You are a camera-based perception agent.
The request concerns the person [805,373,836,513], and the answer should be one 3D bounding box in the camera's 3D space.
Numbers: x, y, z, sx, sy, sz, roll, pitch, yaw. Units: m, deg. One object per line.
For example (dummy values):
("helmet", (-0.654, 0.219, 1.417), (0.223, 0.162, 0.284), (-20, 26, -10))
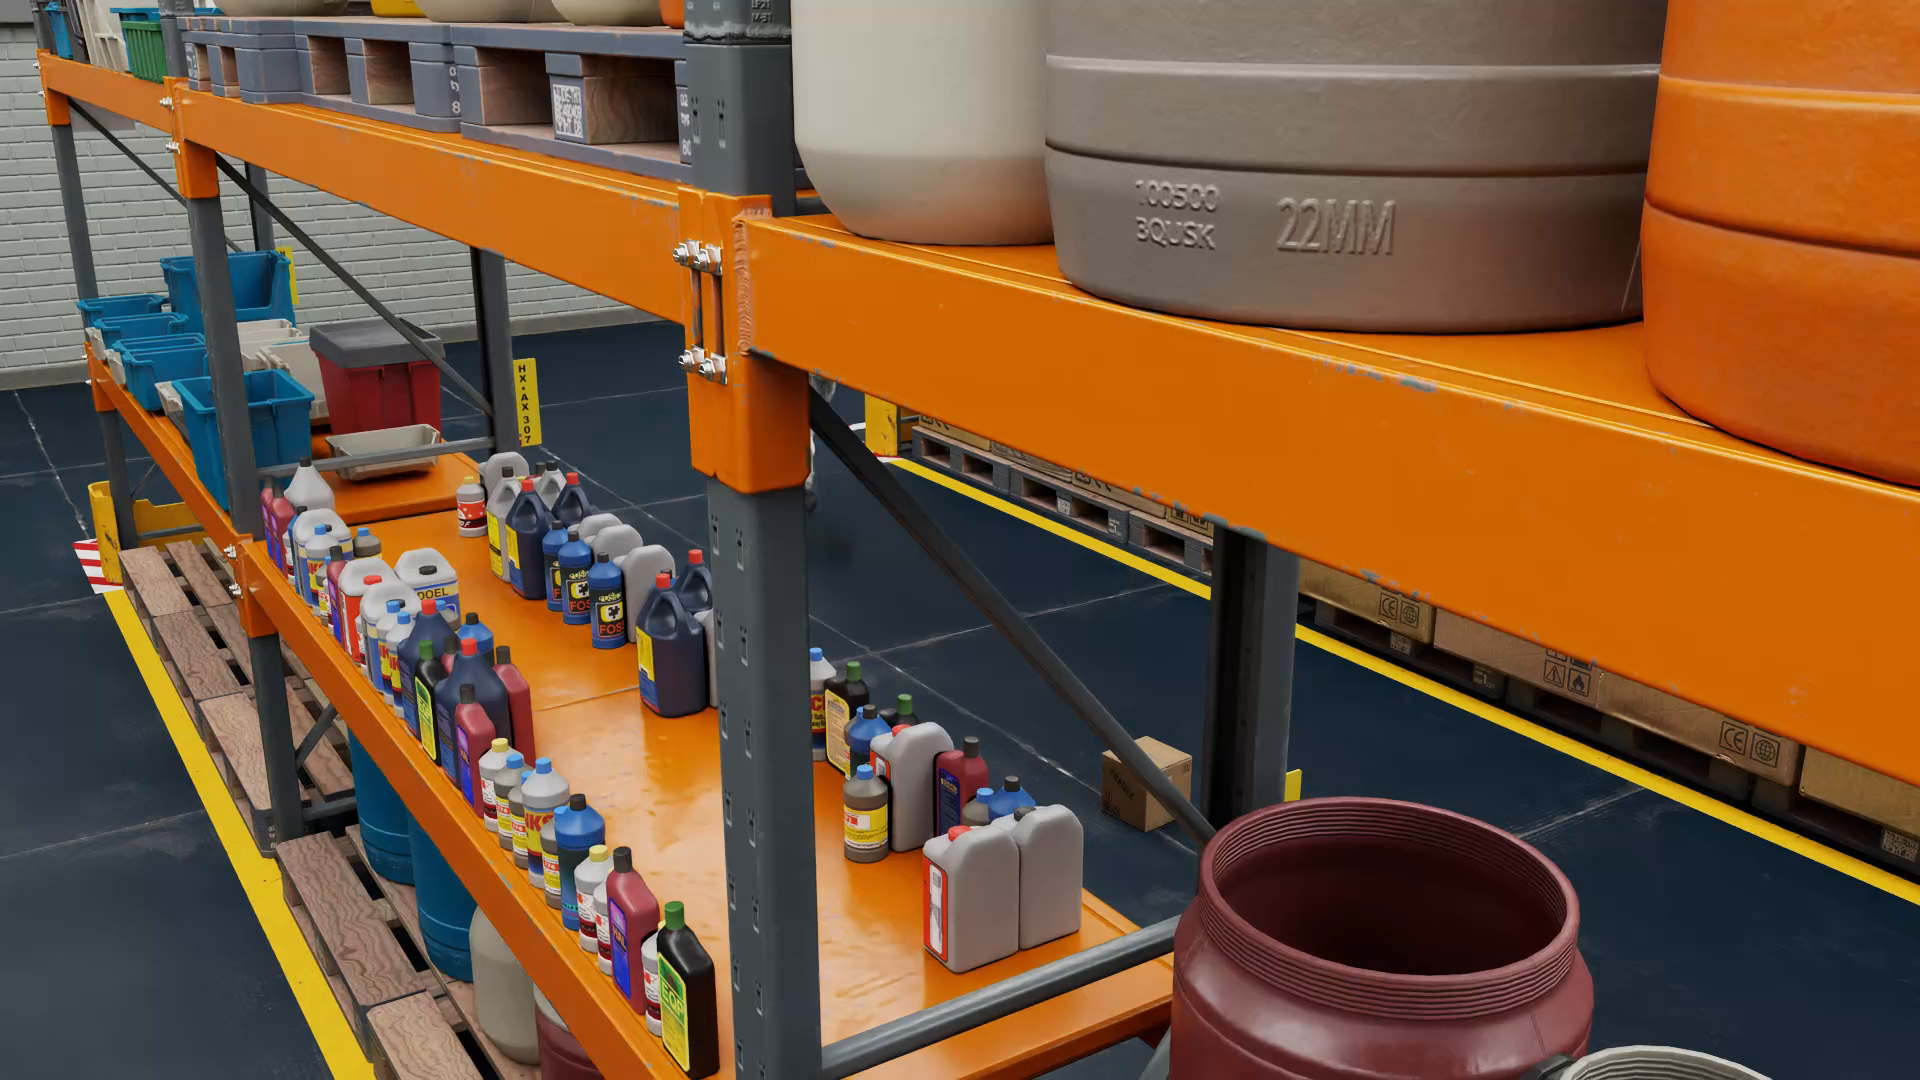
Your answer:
("person", (-1.069, -1.009, 10.067), (0.578, 1.788, 0.467), (-7, 19, -19))
